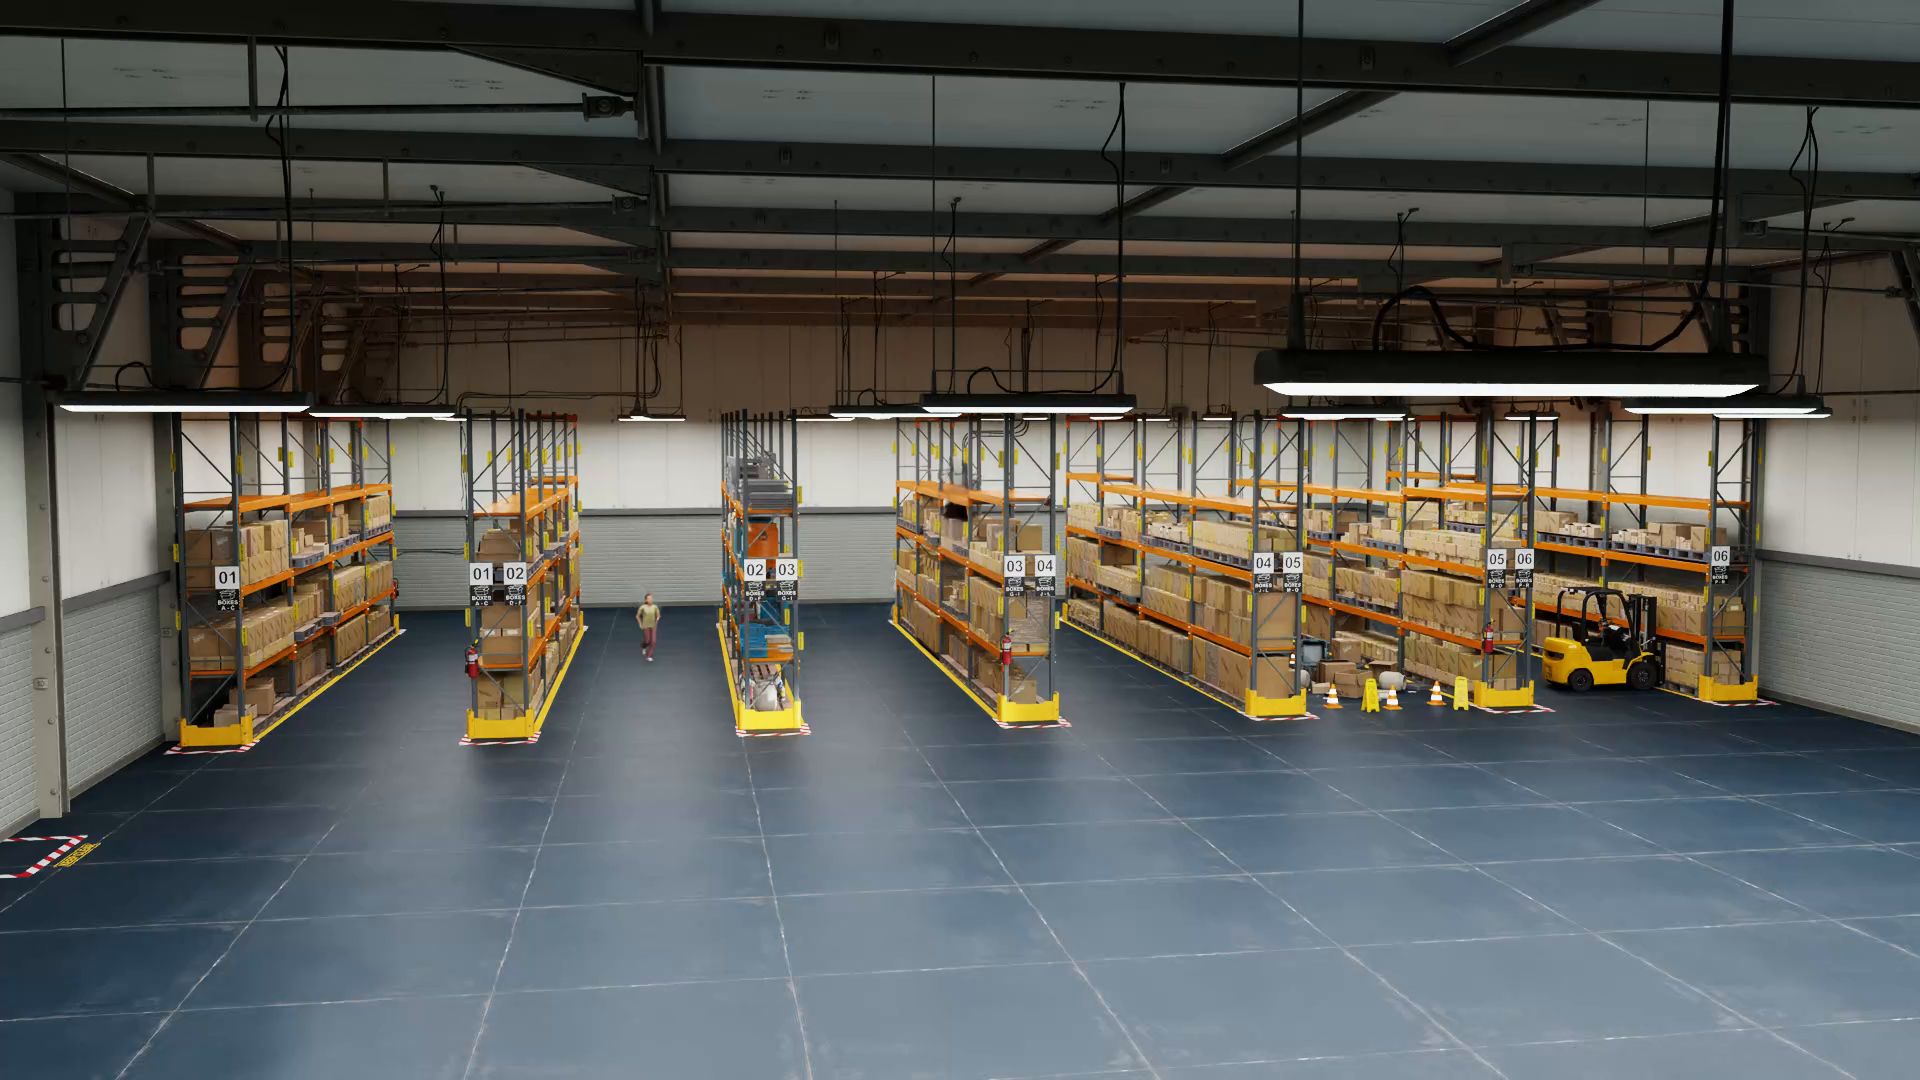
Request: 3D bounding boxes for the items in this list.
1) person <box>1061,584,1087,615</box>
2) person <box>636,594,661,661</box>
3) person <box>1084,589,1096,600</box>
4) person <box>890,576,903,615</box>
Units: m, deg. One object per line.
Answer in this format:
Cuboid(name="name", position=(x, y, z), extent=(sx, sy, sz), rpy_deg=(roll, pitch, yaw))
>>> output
Cuboid(name="person", position=(3.527, 1.355, 49.773), extent=(0.988, 1.798, 0.713), rpy_deg=(-1, 4, -11))
Cuboid(name="person", position=(-7.510, 2.115, 40.195), extent=(0.580, 1.612, 0.558), rpy_deg=(-2, 4, -25))
Cuboid(name="person", position=(3.990, 1.426, 49.924), extent=(0.783, 1.654, 0.722), rpy_deg=(2, 4, 27))
Cuboid(name="person", position=(-1.713, 1.483, 49.092), extent=(0.727, 1.731, 0.613), rpy_deg=(0, 4, 4))
